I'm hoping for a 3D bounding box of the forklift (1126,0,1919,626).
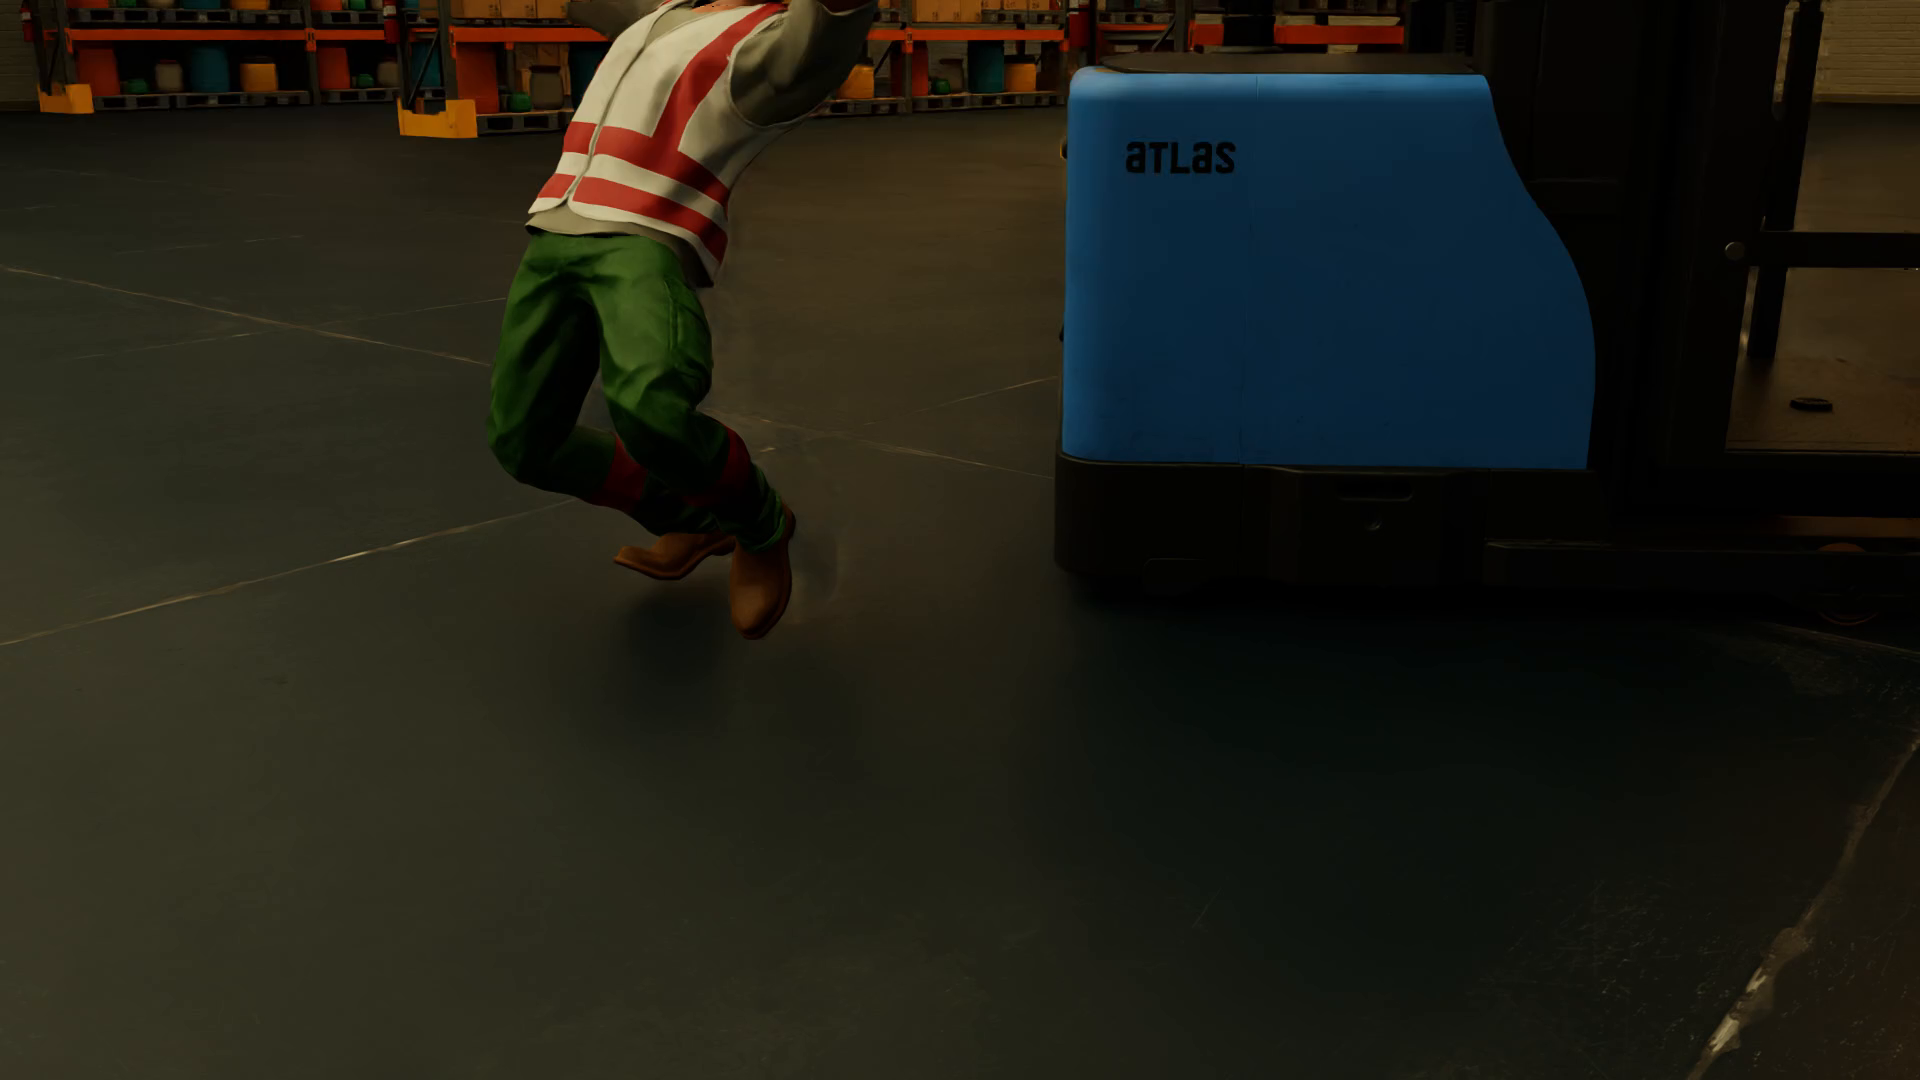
[{"bbox_3d":[1.741,-1.383,3.453,3.031,2.935,1.121,1,17,4],"label":"forklift"}]

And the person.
[{"bbox_3d":[-0.505,-0.677,3.188,0.986,1.546,0.748,14,22,38],"label":"person"}]
